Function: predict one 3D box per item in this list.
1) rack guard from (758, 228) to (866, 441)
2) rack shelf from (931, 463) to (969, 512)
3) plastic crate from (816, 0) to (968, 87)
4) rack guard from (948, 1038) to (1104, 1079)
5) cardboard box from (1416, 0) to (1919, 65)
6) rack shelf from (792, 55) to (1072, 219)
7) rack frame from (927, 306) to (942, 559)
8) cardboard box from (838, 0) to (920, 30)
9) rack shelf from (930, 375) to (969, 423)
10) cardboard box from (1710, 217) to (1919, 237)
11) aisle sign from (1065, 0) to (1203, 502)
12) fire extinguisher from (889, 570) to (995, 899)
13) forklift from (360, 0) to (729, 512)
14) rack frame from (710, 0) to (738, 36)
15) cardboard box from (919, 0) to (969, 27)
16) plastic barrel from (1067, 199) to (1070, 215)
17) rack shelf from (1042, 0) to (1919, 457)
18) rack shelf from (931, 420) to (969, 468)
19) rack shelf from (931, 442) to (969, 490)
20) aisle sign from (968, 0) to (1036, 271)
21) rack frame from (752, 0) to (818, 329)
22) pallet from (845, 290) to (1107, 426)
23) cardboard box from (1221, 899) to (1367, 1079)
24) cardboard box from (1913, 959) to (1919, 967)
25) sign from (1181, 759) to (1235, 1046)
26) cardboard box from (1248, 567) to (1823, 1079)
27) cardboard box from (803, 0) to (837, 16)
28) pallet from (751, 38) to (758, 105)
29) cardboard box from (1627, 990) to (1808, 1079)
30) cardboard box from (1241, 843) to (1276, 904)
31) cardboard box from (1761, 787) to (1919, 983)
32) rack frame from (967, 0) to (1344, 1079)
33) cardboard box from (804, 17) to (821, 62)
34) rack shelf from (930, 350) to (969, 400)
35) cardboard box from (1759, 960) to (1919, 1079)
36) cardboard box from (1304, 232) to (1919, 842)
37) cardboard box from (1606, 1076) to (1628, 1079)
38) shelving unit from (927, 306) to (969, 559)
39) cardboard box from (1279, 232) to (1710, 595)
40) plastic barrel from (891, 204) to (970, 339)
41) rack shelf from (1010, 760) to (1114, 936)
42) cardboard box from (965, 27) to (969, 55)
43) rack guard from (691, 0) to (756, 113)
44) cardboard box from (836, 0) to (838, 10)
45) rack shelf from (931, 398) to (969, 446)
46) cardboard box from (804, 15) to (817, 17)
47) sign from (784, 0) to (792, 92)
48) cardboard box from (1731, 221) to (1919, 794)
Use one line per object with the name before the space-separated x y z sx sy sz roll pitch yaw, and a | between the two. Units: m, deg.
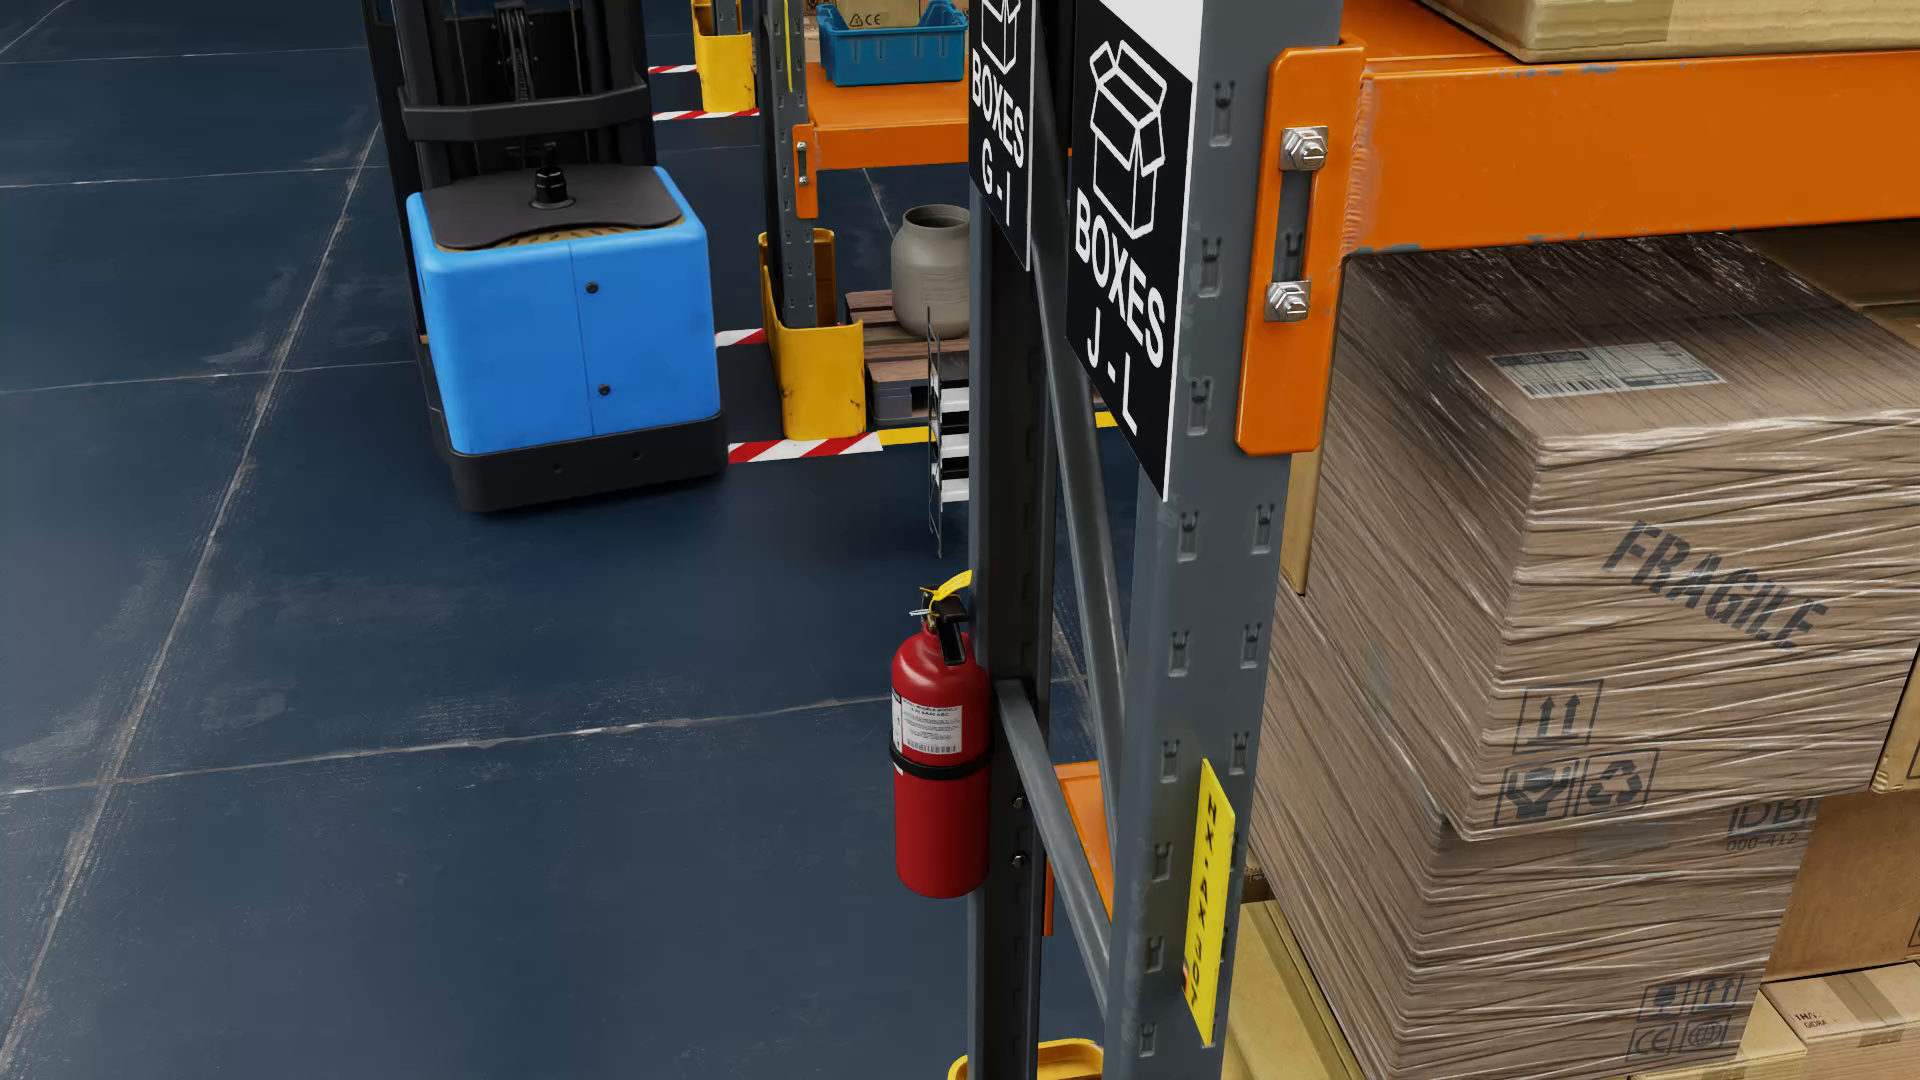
rack guard | -0.662 -0.931 7.339 0.348 0.500 1.175 -5 31 -9
rack shelf | 0.008 -0.205 6.131 0.200 0.077 0.258 -5 31 -9
plastic crate | -0.289 -2.108 7.023 0.616 0.251 0.499 -5 31 -9
rack guard | 0.239 1.562 3.100 0.348 0.500 1.175 -5 31 -9
cardboard box | 0.685 -0.652 1.588 0.500 0.250 0.500 -4 31 -7
rack shelf | 1.239 -1.850 7.147 4.000 0.370 1.077 -5 31 -9
rack frame | -0.092 -0.379 6.007 0.006 0.900 0.240 -5 31 -9
cardboard box | -0.557 -3.751 11.229 0.500 0.500 0.500 -5 31 -9
rack shelf | 0.008 -0.515 5.949 0.200 0.077 0.258 -5 31 -9
cardboard box | 1.152 -0.333 2.478 0.500 0.500 0.500 -5 31 -9
aisle sign | 0.157 -0.474 1.531 0.004 0.787 0.394 -5 31 -9
fire extinguisher | -0.031 0.306 2.847 0.183 0.674 0.296 -5 31 -9
forklift | -1.908 -2.102 6.933 1.130 2.935 3.031 -11 32 -17
rack frame | -1.616 -4.448 10.855 0.127 3.000 1.000 -5 31 -9
cardboard box | -0.068 -3.803 11.318 0.500 0.500 0.500 -5 31 -9
plastic barrel | 0.399 -1.230 7.423 0.421 0.512 0.421 0 30 0
rack shelf | 2.132 -0.674 2.187 4.000 0.370 1.077 -5 31 -9
rack shelf | 0.008 -0.360 6.040 0.200 0.077 0.258 -5 31 -9
rack shelf | 0.008 -0.282 6.086 0.200 0.077 0.258 -5 31 -9
aisle sign | 0.049 -0.773 2.040 0.004 0.787 0.394 -5 31 -9
rack frame | -0.728 -1.978 6.654 0.127 3.000 1.000 -5 31 -9
pallet | 0.138 -0.878 7.534 1.213 0.211 1.003 -5 31 -9
cardboard box | 0.488 0.693 2.360 0.250 0.149 0.380 -5 31 -9
cardboard box | 1.475 0.612 2.498 0.250 0.149 0.380 -5 31 -9
sign | 0.262 0.389 1.775 0.005 0.325 0.100 -5 31 -9
cardboard box | 0.710 0.284 2.416 0.500 0.500 0.875 -5 31 -9
cardboard box | -1.142 -3.964 11.591 0.500 0.500 0.500 -5 31 -9
pallet | -0.872 -3.336 11.716 1.213 0.211 1.003 -5 31 -9
cardboard box | 0.986 0.664 2.409 0.250 0.149 0.380 -5 31 -9
cardboard box | 0.407 0.471 2.737 0.250 0.149 0.380 -5 31 -9
cardboard box | 1.180 0.178 2.595 0.500 0.500 0.875 -5 31 -9
rack frame | 0.165 0.493 2.452 0.053 2.616 0.949 -5 31 -9
cardboard box | -1.049 -3.381 11.340 0.500 0.250 0.500 -5 31 -9
rack shelf | 0.008 -0.593 5.903 0.200 0.077 0.258 -5 31 -9
cardboard box | 1.228 0.631 2.465 0.250 0.149 0.380 -5 31 -9
cardboard box | 0.754 -0.025 1.954 0.500 0.500 0.500 -5 31 -9
cardboard box | 0.737 0.680 2.383 0.250 0.149 0.380 -5 31 -9
shelving unit | 0.008 -0.389 6.023 0.210 0.900 0.258 -5 31 -9
cardboard box | 0.661 -0.284 2.395 0.500 0.500 0.500 -5 31 -9
plastic barrel | -0.094 -1.184 7.345 0.421 0.512 0.421 0 30 0
rack shelf | 2.132 0.619 2.947 4.000 0.370 1.077 -5 31 -9
cardboard box | -0.066 -3.474 11.498 0.500 0.250 0.500 -5 31 -9
rack guard | -1.640 -3.368 11.485 0.348 0.500 1.175 -5 31 -9
cardboard box | -0.652 -3.691 11.867 0.500 0.250 0.500 -5 31 -9
rack shelf | 0.008 -0.437 5.994 0.200 0.077 0.258 -5 31 -9
cardboard box | -1.142 -3.640 11.779 0.500 0.250 0.500 -5 31 -9
sign | -0.633 -1.822 6.117 0.005 0.325 0.100 -5 31 -9
cardboard box | 1.247 -0.067 2.026 0.500 0.500 0.500 -5 31 -9
